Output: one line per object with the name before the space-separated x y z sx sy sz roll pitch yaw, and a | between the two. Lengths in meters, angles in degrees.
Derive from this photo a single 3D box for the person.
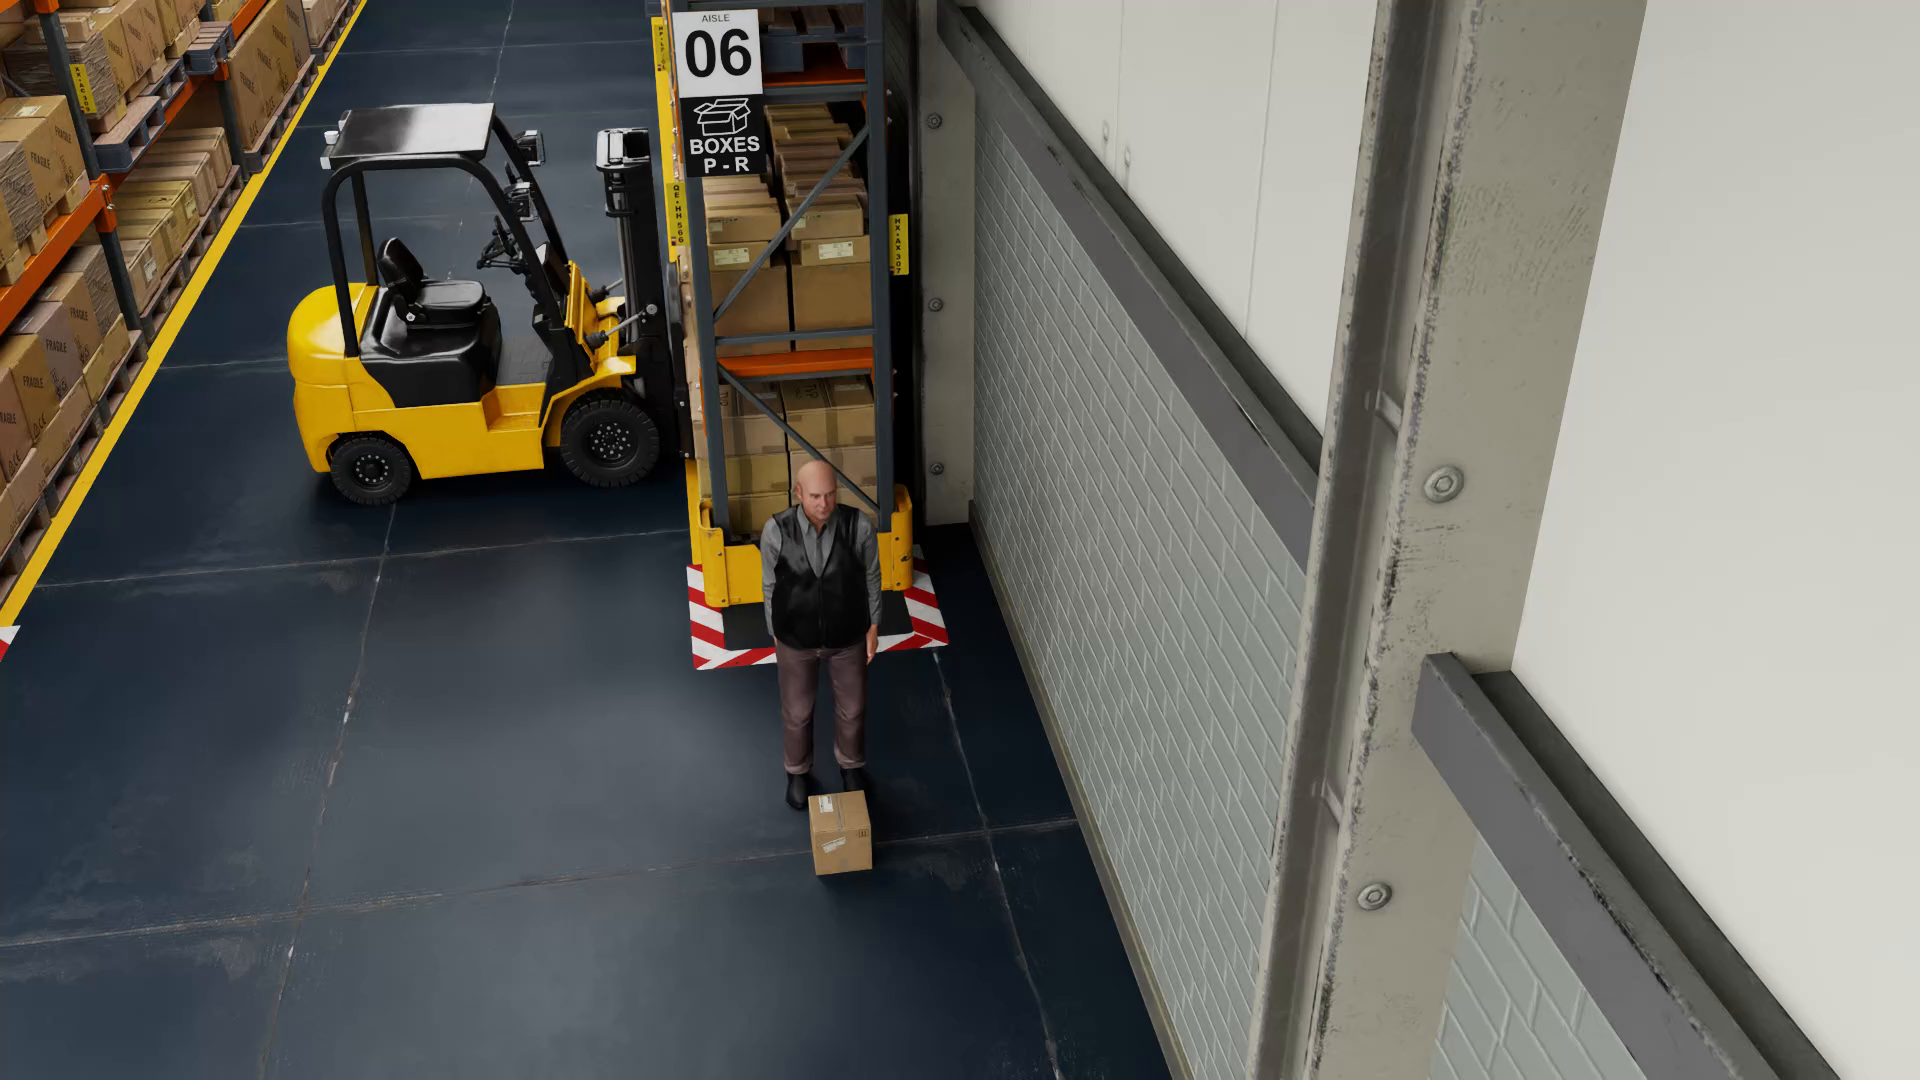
person | -0.603 0.428 7.444 0.532 1.718 0.360 -5 31 -8
